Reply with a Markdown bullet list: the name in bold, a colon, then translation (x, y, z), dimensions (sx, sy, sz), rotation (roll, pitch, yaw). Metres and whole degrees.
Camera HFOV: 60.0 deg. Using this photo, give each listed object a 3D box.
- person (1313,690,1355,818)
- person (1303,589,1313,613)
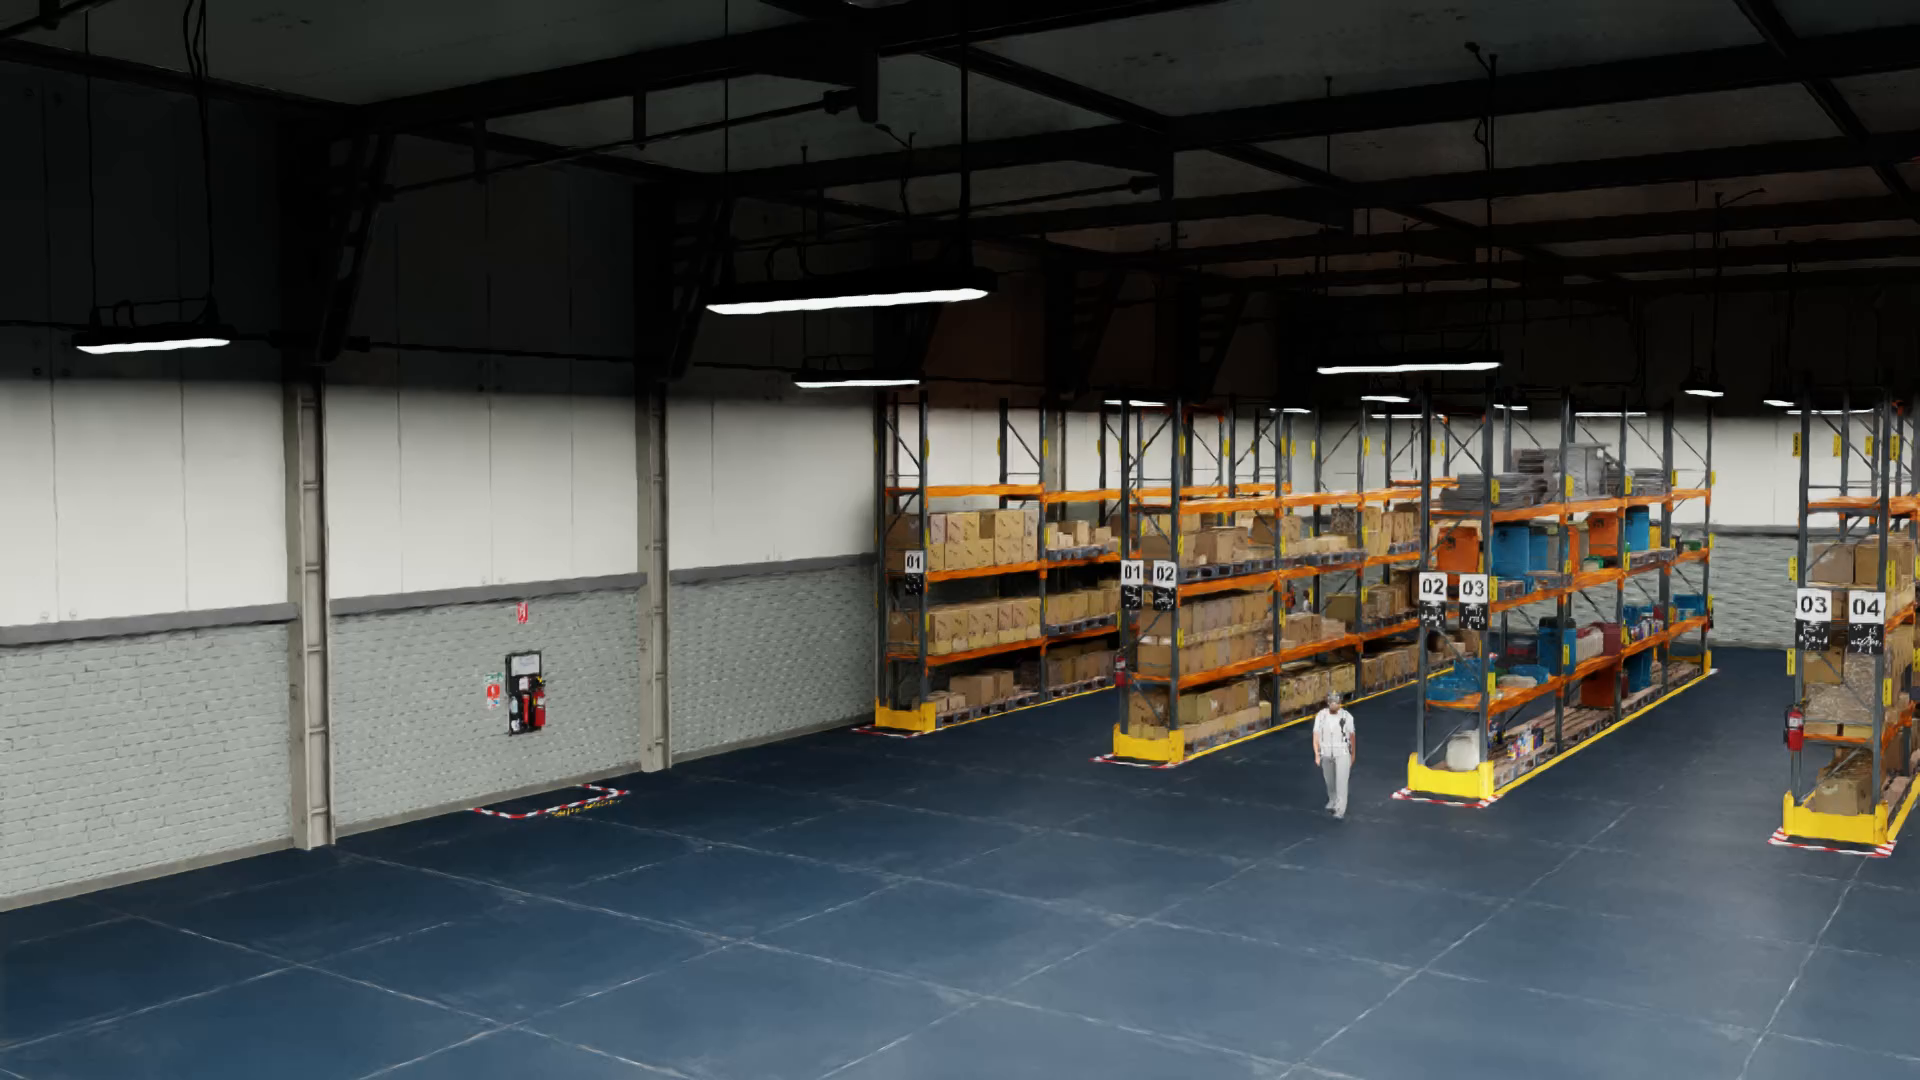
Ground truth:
- **person**: translation (5.072, 2.877, 22.600), dimensions (0.536, 1.707, 1.036), rotation (2, 4, 26)
- **person**: translation (8.376, 1.967, 39.990), dimensions (0.344, 1.602, 0.555), rotation (1, 3, 23)
